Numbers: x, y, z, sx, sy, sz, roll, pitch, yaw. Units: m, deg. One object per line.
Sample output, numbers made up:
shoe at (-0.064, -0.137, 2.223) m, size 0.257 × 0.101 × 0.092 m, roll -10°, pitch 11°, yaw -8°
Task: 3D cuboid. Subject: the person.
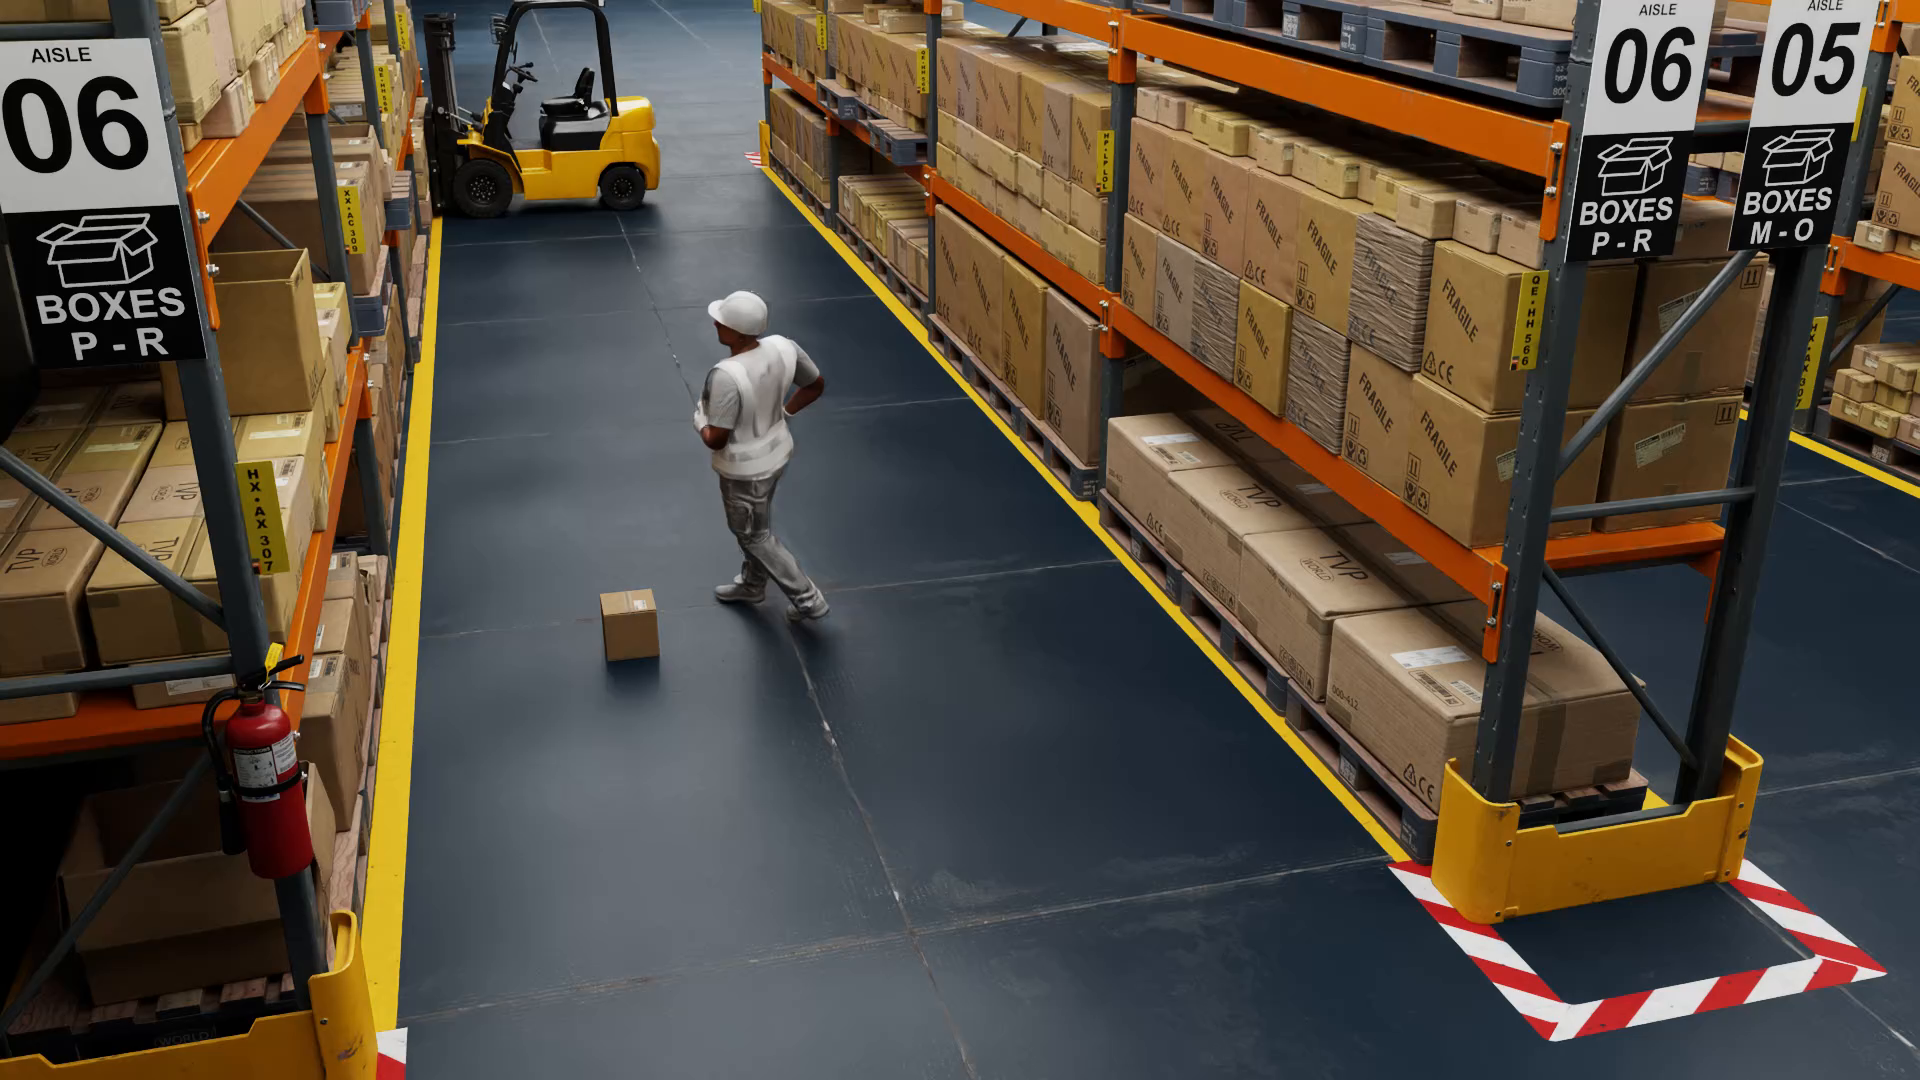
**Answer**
person at (-1.052, -0.362, 7.917) m, size 0.773 × 1.747 × 0.698 m, roll 11°, pitch 25°, yaw 24°
